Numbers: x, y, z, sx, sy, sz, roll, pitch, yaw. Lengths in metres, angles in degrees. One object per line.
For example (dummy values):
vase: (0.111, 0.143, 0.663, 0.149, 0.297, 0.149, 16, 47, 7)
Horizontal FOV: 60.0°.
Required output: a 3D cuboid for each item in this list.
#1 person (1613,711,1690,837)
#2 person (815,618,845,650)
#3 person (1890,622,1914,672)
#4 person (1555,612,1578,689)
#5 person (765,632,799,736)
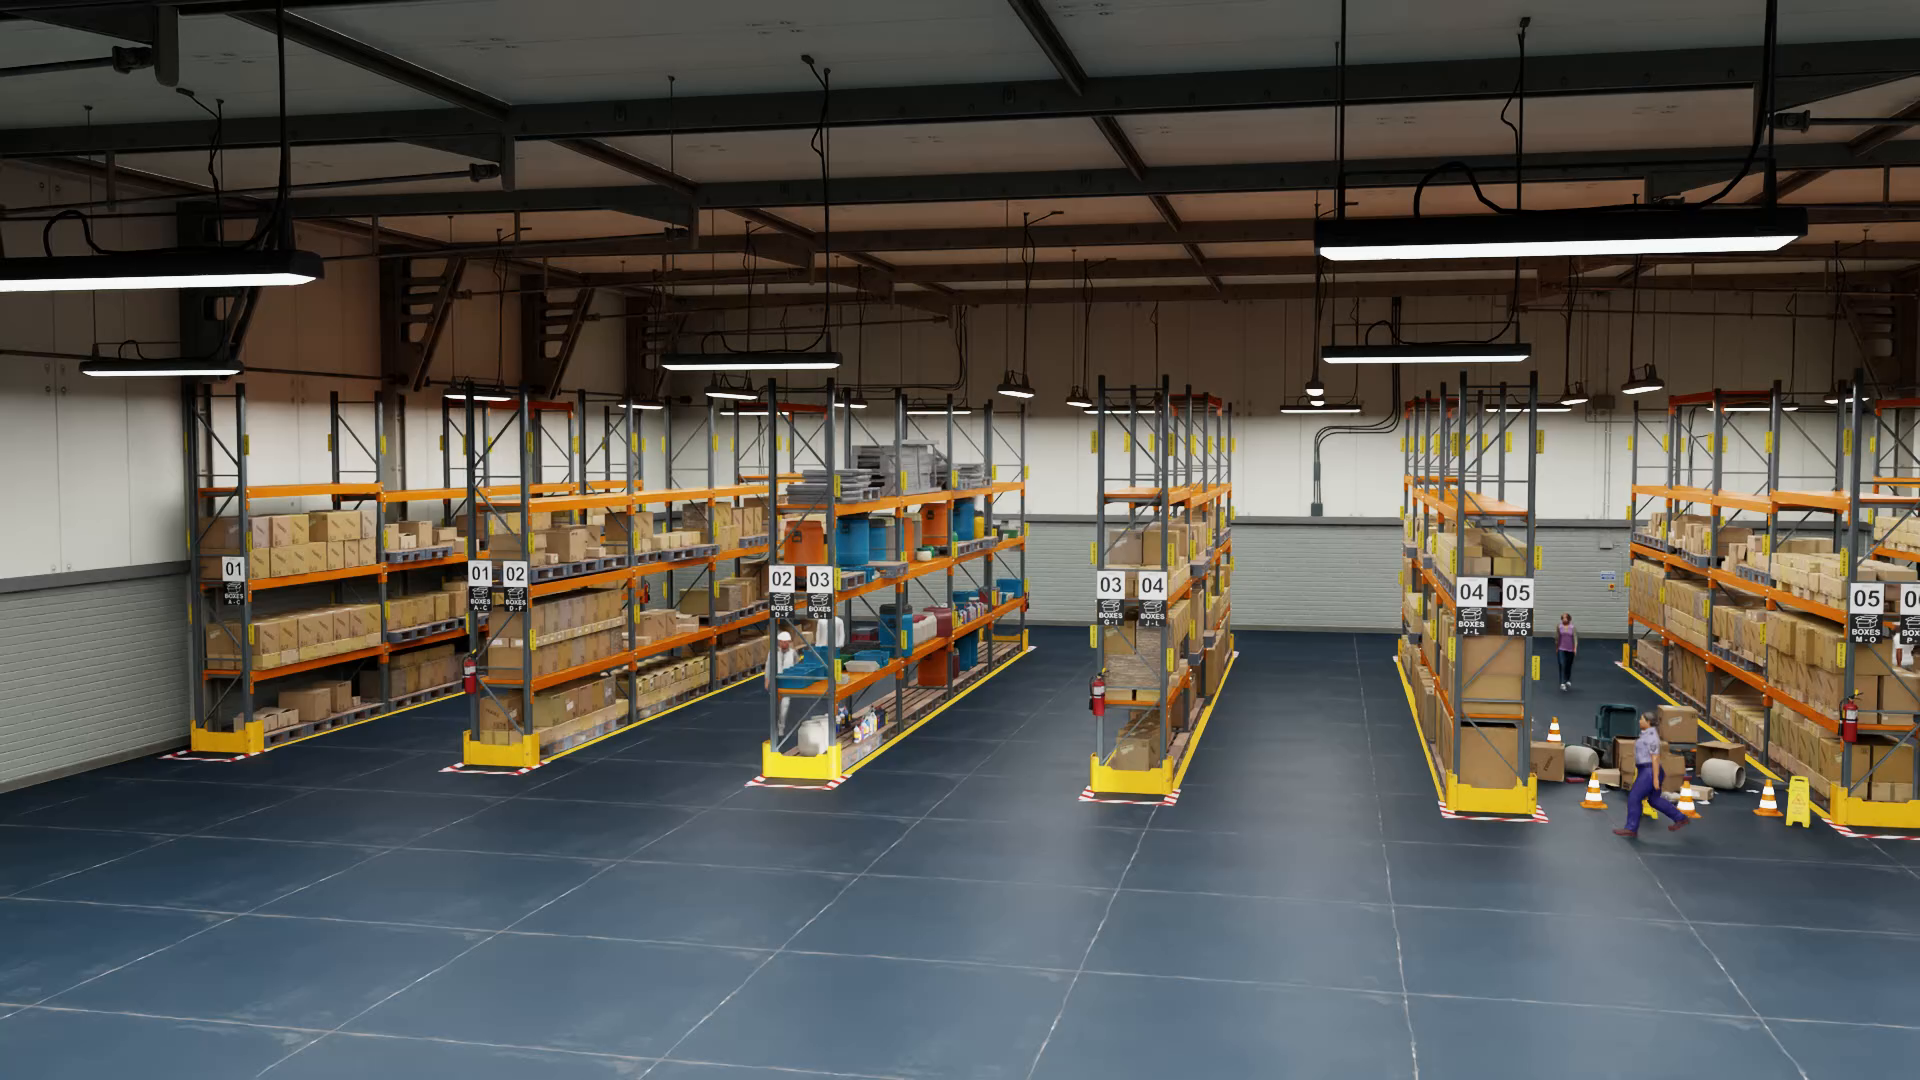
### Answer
person: (8.828, 2.977, 21.178, 0.962, 1.603, 0.481, 1, 3, 13)
person: (-2.608, 2.223, 33.357, 0.609, 1.804, 0.730, 0, 3, -4)
person: (17.635, 2.356, 31.068, 0.544, 1.786, 0.557, -1, 3, -9)
person: (12.400, 2.261, 33.991, 0.433, 1.552, 0.903, 1, 3, 16)
person: (-3.100, 2.484, 28.985, 0.612, 1.770, 0.768, 0, 3, -8)
